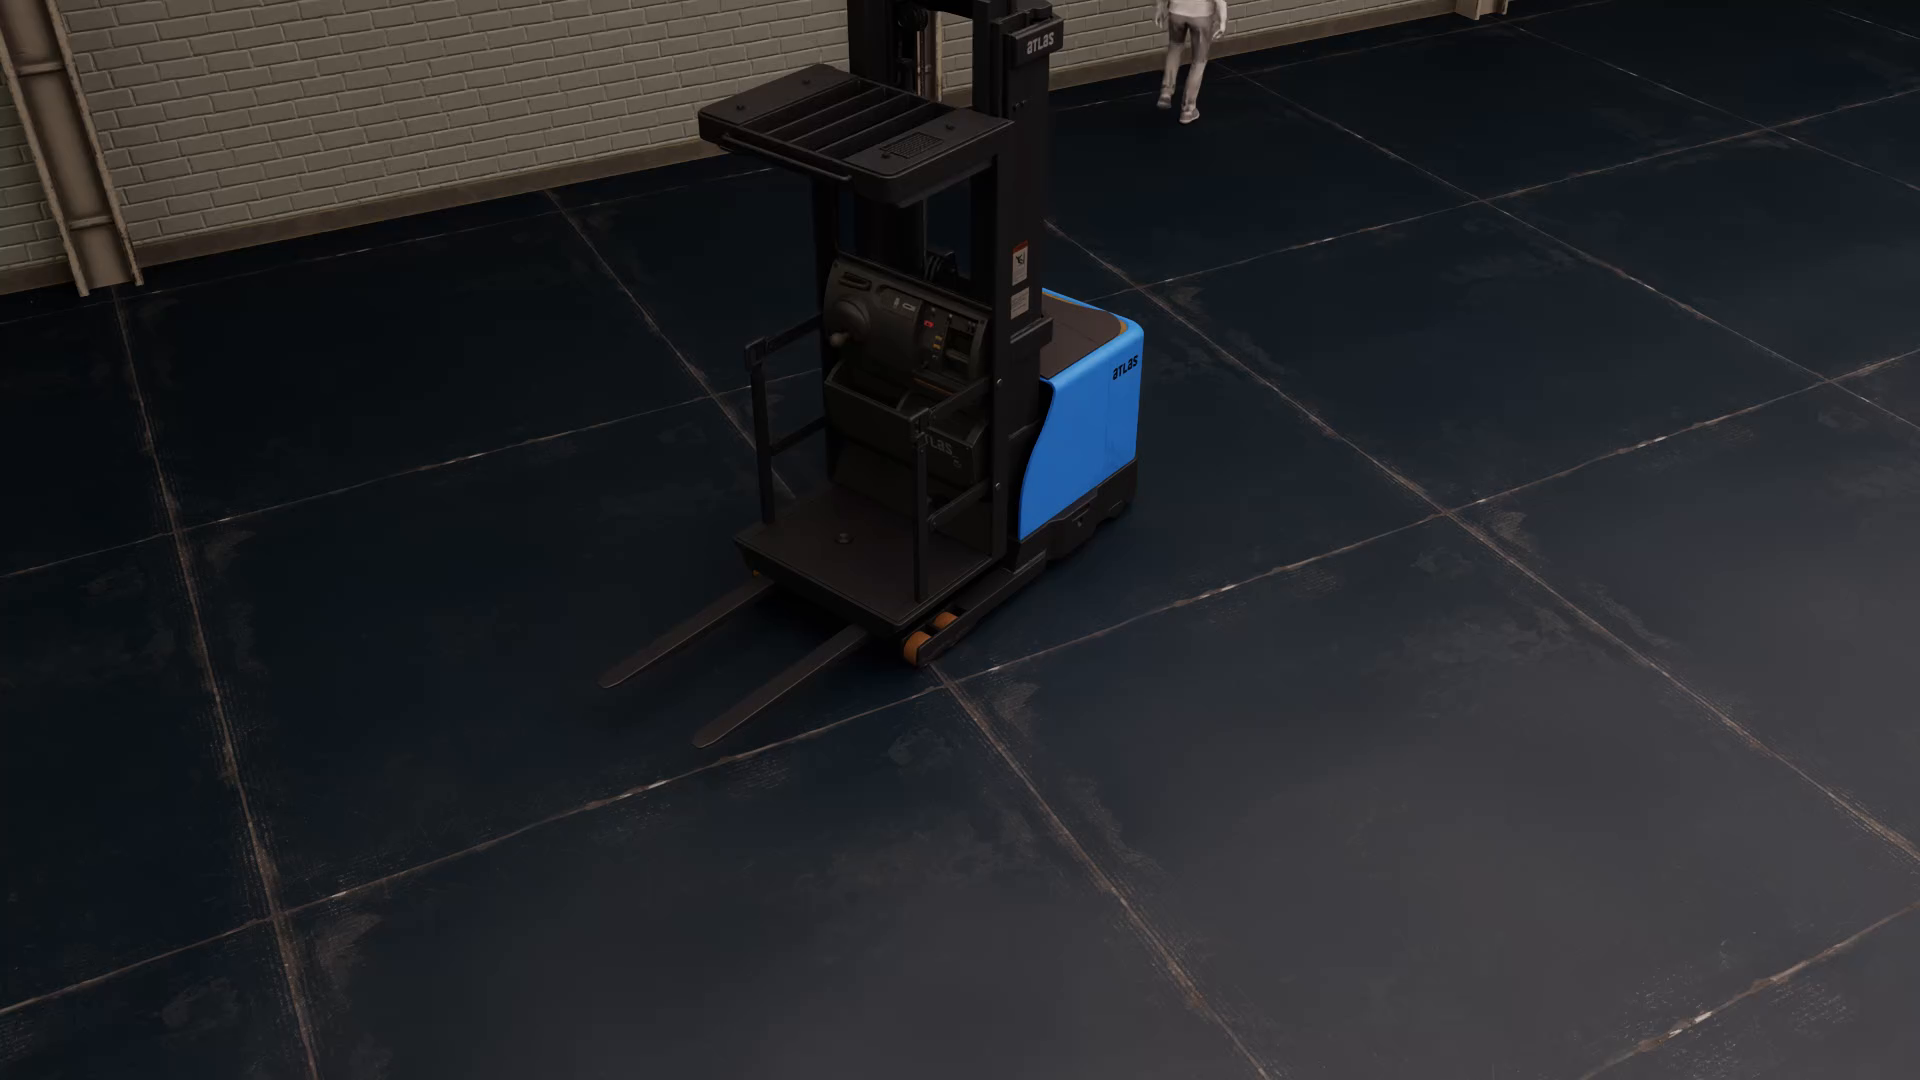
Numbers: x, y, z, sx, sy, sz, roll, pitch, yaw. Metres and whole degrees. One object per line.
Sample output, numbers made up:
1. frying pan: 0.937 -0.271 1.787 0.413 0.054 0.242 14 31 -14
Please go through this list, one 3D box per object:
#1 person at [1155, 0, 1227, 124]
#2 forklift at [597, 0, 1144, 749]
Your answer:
1. person: 1.831 -4.142 13.112 0.599 1.675 0.452 17 39 22
2. forklift: -0.390 -0.927 7.434 1.130 2.935 3.031 26 43 31
